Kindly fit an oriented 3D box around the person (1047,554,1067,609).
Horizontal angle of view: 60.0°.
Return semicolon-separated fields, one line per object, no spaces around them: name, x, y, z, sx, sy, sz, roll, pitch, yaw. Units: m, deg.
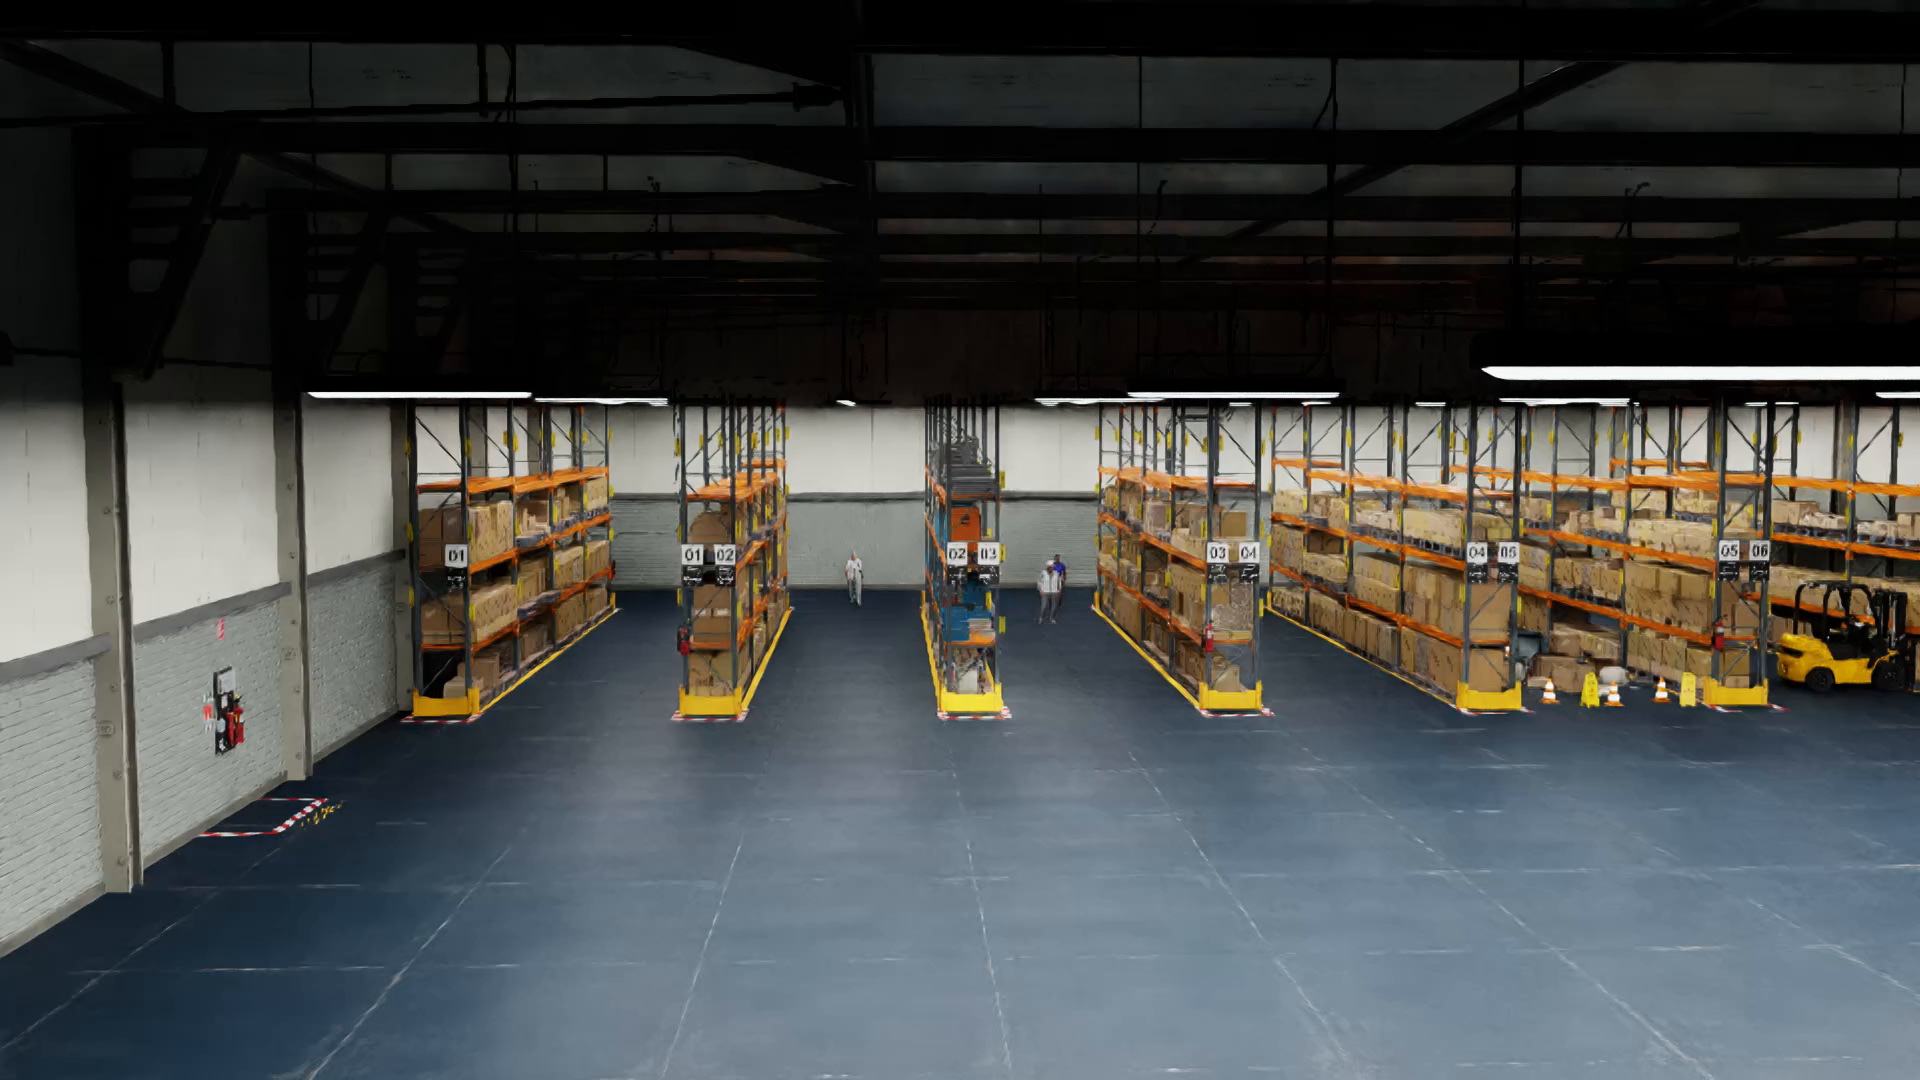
person;2.729;1.186;47.412;0.571;1.604;0.518;0;5;-5

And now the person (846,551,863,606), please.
person;-3.079;1.093;48.447;0.497;1.583;1.090;0;5;-1

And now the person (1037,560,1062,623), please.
person;2.384;1.372;44.279;0.677;1.726;0.574;0;5;-5

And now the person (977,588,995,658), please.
person;0.622;1.878;38.244;0.484;1.644;0.614;0;5;4
